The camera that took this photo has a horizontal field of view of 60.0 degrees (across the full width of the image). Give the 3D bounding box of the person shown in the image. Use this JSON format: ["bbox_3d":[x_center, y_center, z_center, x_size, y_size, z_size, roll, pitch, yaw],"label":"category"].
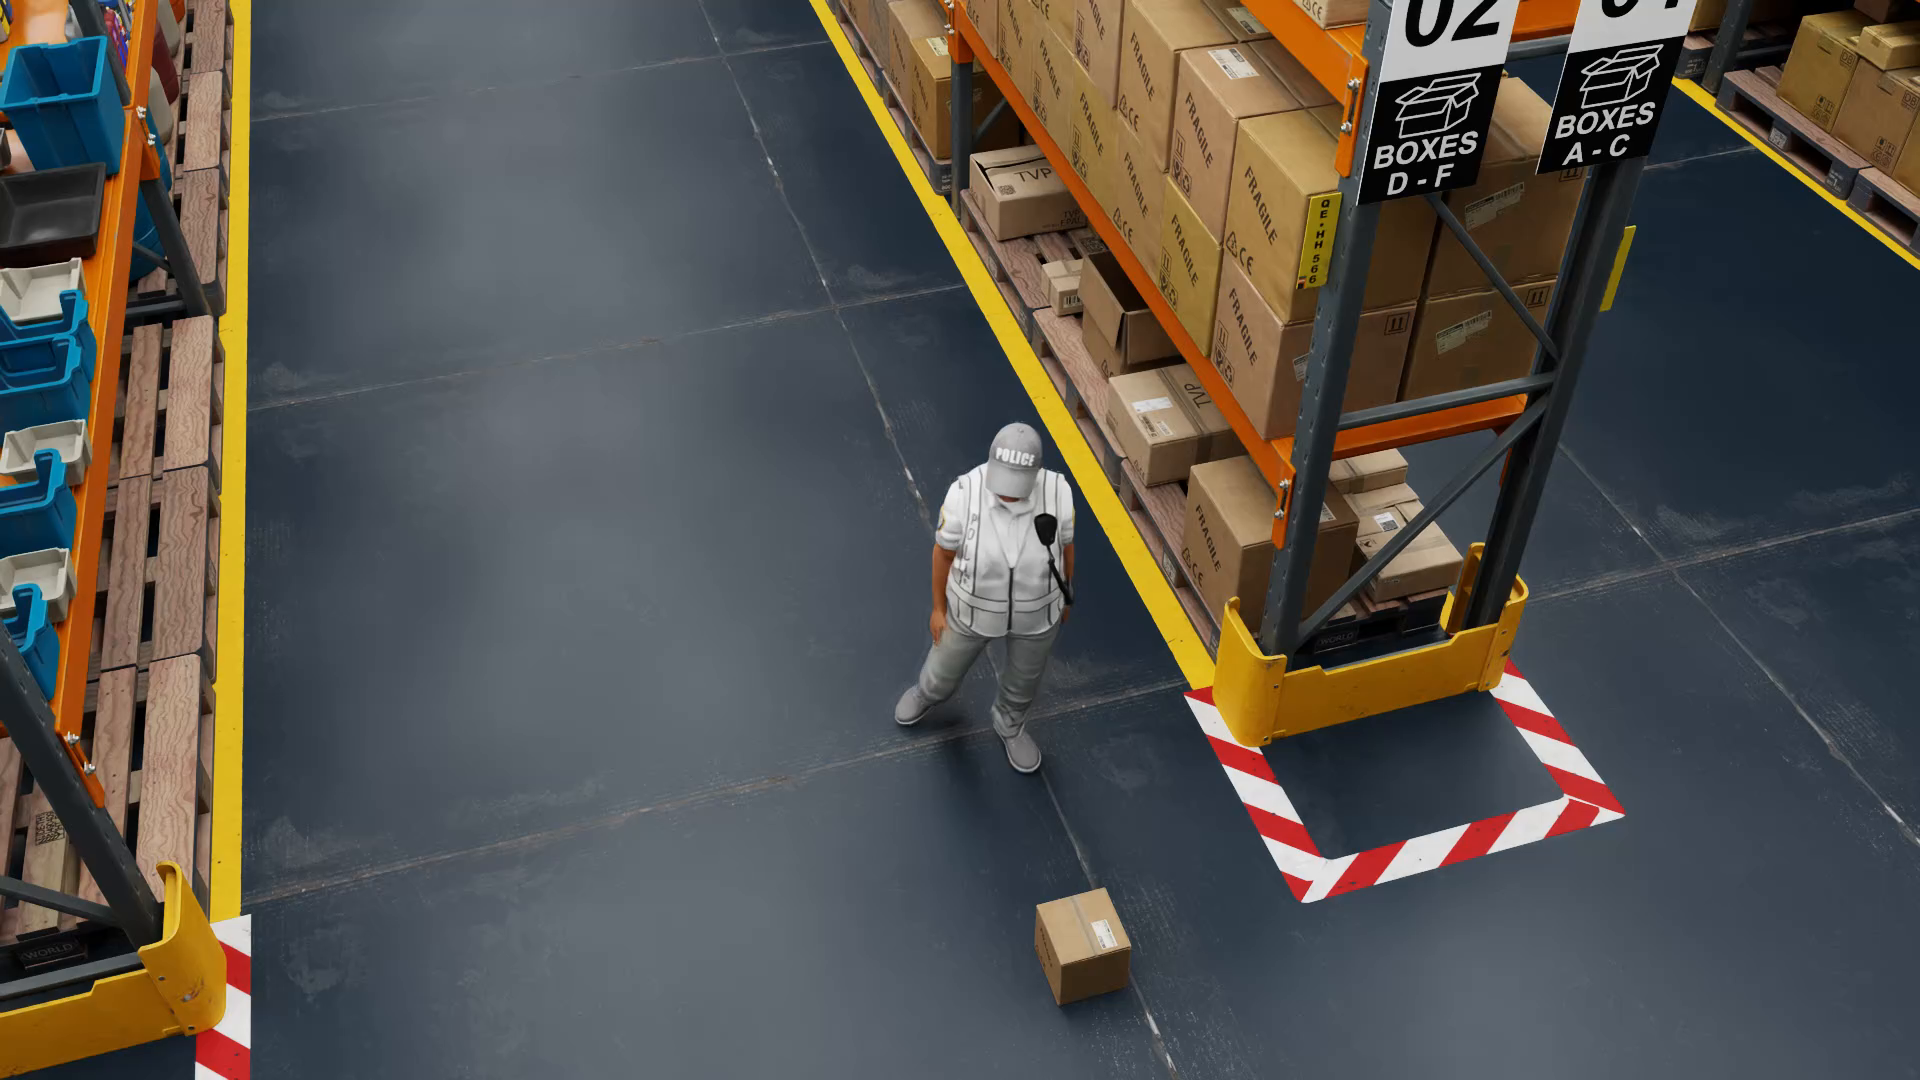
[{"bbox_3d":[0.075,0.200,5.929,0.657,1.656,0.532,-1,43,-1],"label":"person"}]
